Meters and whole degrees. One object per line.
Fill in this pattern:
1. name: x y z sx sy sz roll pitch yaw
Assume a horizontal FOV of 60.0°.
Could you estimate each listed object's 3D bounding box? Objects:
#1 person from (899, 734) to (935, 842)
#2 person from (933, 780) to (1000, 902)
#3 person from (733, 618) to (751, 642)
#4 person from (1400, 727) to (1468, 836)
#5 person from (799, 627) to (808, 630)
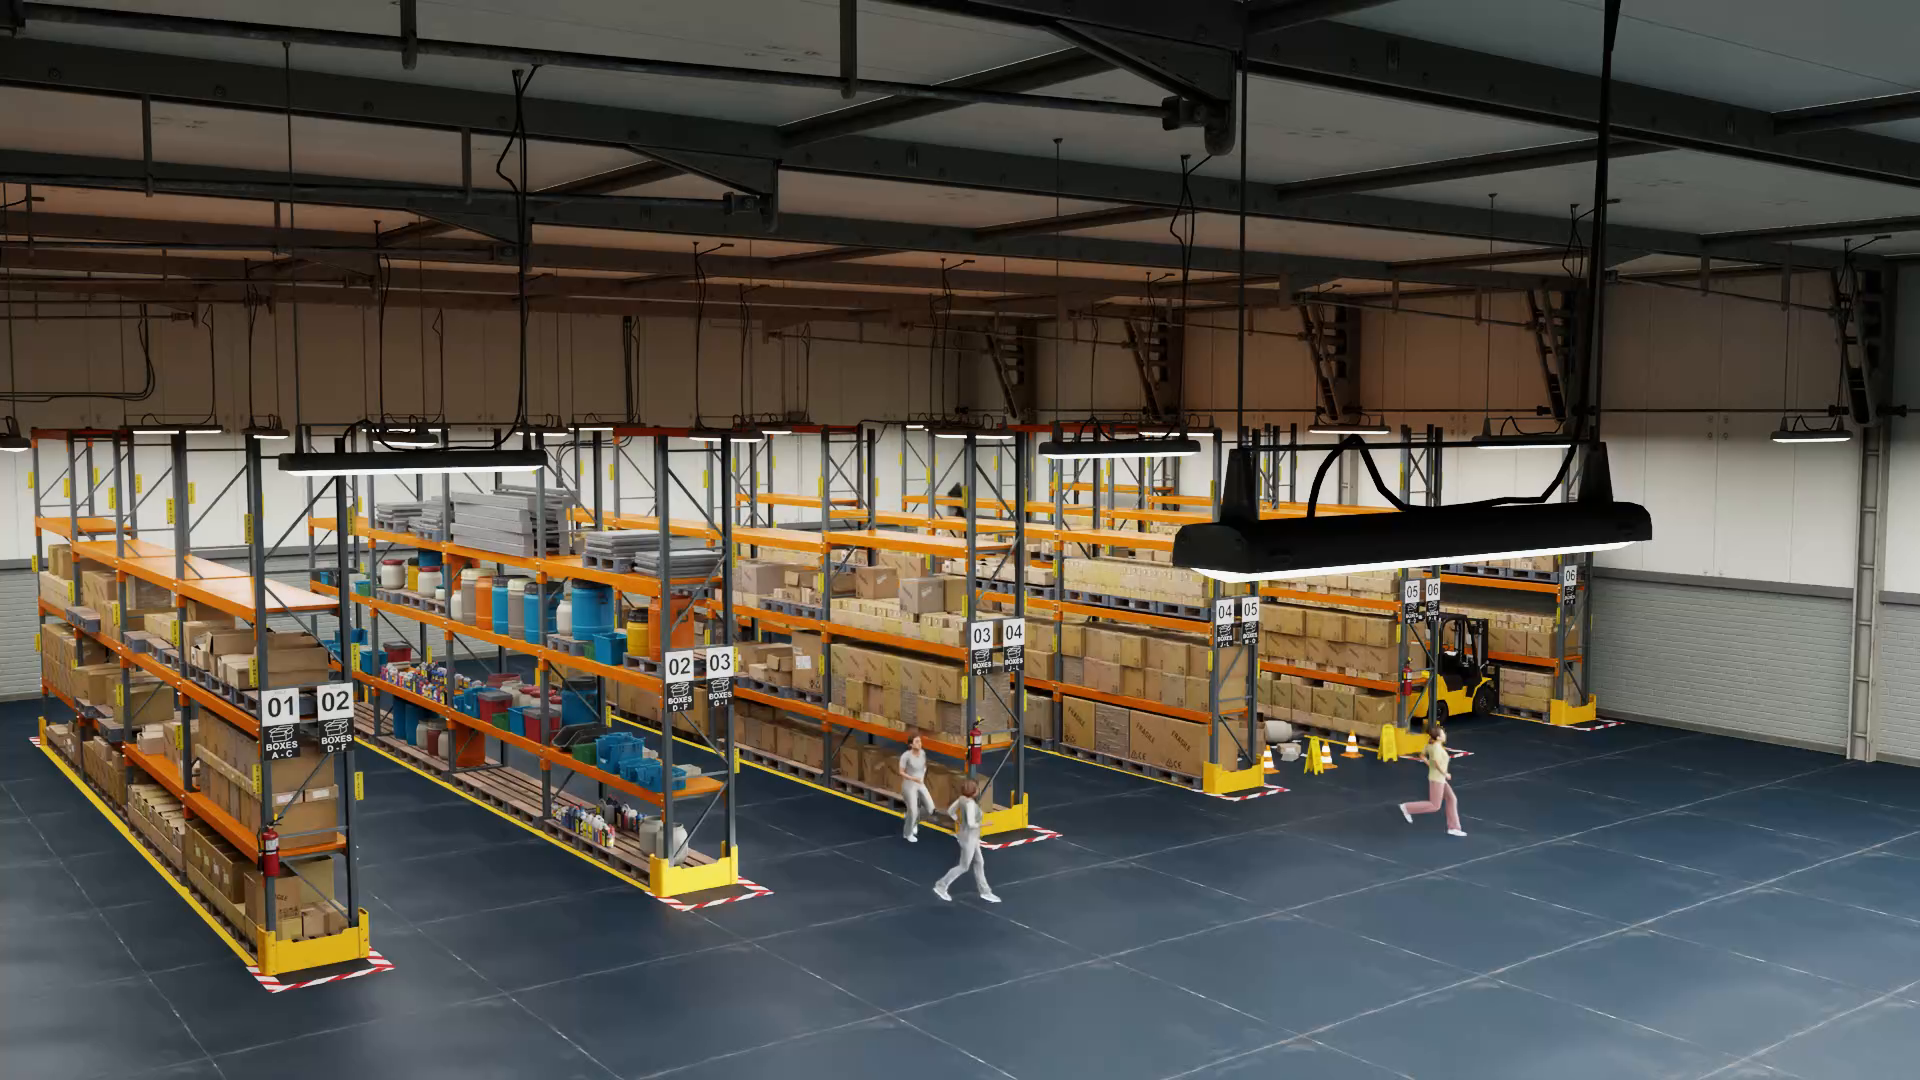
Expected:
1. person: -0.640 3.670 24.297 0.567 1.520 0.601 -3 6 -38
2. person: 0.094 3.849 21.168 0.870 1.603 0.540 -1 5 -7
3. person: -5.431 2.229 41.631 0.646 1.628 0.801 0 4 -1
4. person: 7.055 3.593 24.720 1.008 1.649 0.559 1 5 9
5. person: -3.304 2.725 34.804 0.670 1.847 0.926 -4 6 -38
